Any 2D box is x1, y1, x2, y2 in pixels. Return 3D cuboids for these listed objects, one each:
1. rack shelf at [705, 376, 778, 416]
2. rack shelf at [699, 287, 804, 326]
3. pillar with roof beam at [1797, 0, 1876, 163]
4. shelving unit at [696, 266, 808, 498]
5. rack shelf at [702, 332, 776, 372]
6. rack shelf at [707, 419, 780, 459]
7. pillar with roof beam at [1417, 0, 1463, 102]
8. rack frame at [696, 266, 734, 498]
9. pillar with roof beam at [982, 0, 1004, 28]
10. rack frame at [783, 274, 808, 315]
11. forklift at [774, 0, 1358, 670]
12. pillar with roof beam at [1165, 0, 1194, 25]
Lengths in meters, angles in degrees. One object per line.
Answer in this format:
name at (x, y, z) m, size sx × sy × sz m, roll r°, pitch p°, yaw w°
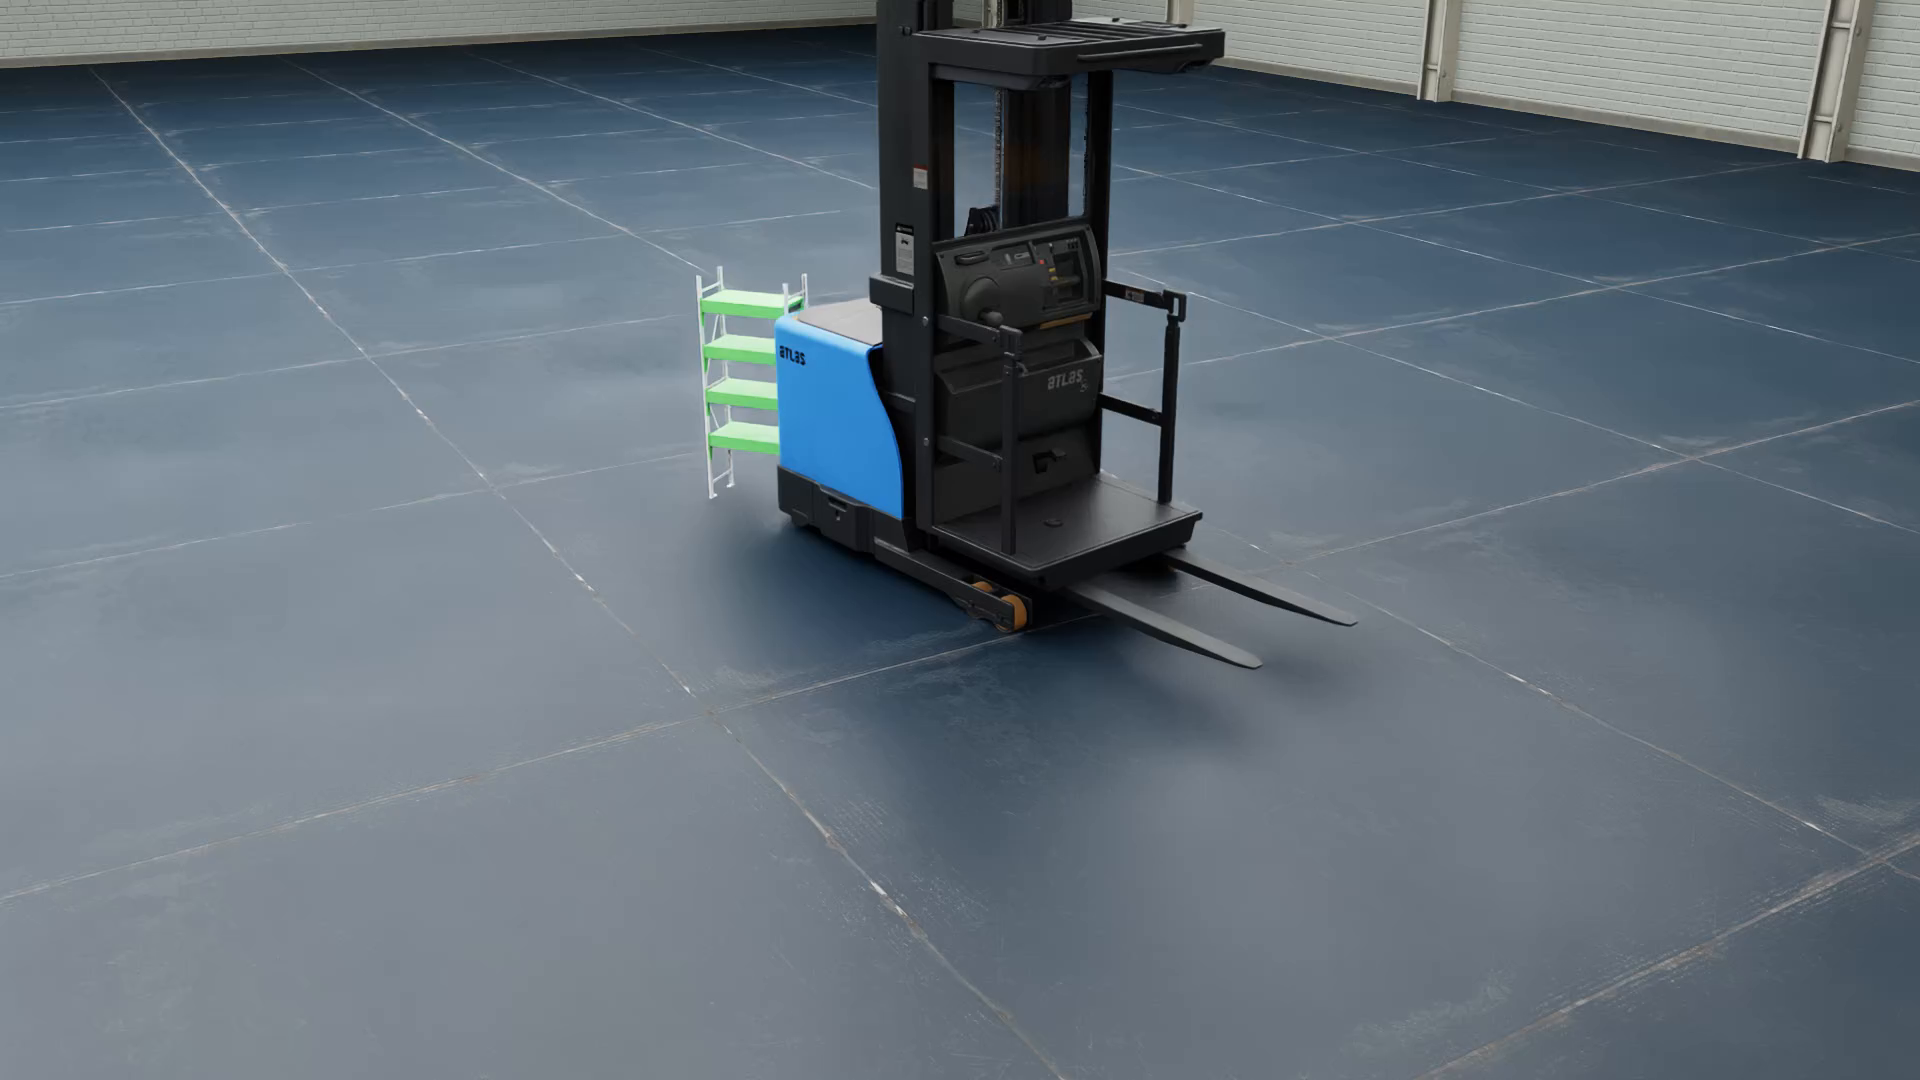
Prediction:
rack shelf at (-1.056, -0.727, 8.677) m, size 0.480 × 0.148 × 0.258 m, roll 8°, pitch 24°, yaw 20°
rack shelf at (-1.056, -1.172, 8.496) m, size 0.480 × 0.148 × 0.258 m, roll 8°, pitch 24°, yaw 20°
pillar with roof beam at (6.159, -7.704, 15.315) m, size 9.100 × 9.000 × 0.400 m, roll -13°, pitch 25°, yaw -28°
shelving unit at (-1.056, -0.787, 8.653) m, size 0.503 × 1.200 × 0.258 m, roll 8°, pitch 24°, yaw 20°
rack shelf at (-1.056, -0.950, 8.587) m, size 0.480 × 0.148 × 0.258 m, roll 8°, pitch 24°, yaw 20°
rack shelf at (-1.056, -0.505, 8.768) m, size 0.480 × 0.148 × 0.258 m, roll 8°, pitch 24°, yaw 20°
pillar with roof beam at (3.095, -9.646, 20.093) m, size 9.100 × 9.000 × 0.400 m, roll -13°, pitch 25°, yaw -28°
rack frame at (-1.283, -0.820, 8.735) m, size 0.015 × 1.200 × 0.240 m, roll 8°, pitch 24°, yaw 20°
pillar with roof beam at (-3.035, -13.531, 29.650) m, size 9.100 × 9.000 × 0.400 m, roll -13°, pitch 25°, yaw -28°
rack frame at (-0.828, -0.753, 8.572) m, size 0.015 × 1.200 × 0.240 m, roll 8°, pitch 24°, yaw 20°
forklift at (0.412, -1.163, 7.281) m, size 1.130 × 2.935 × 3.031 m, roll -18°, pitch 28°, yaw -37°
pillar with roof beam at (0.030, -11.589, 24.872) m, size 9.100 × 9.000 × 0.400 m, roll -13°, pitch 25°, yaw -28°
